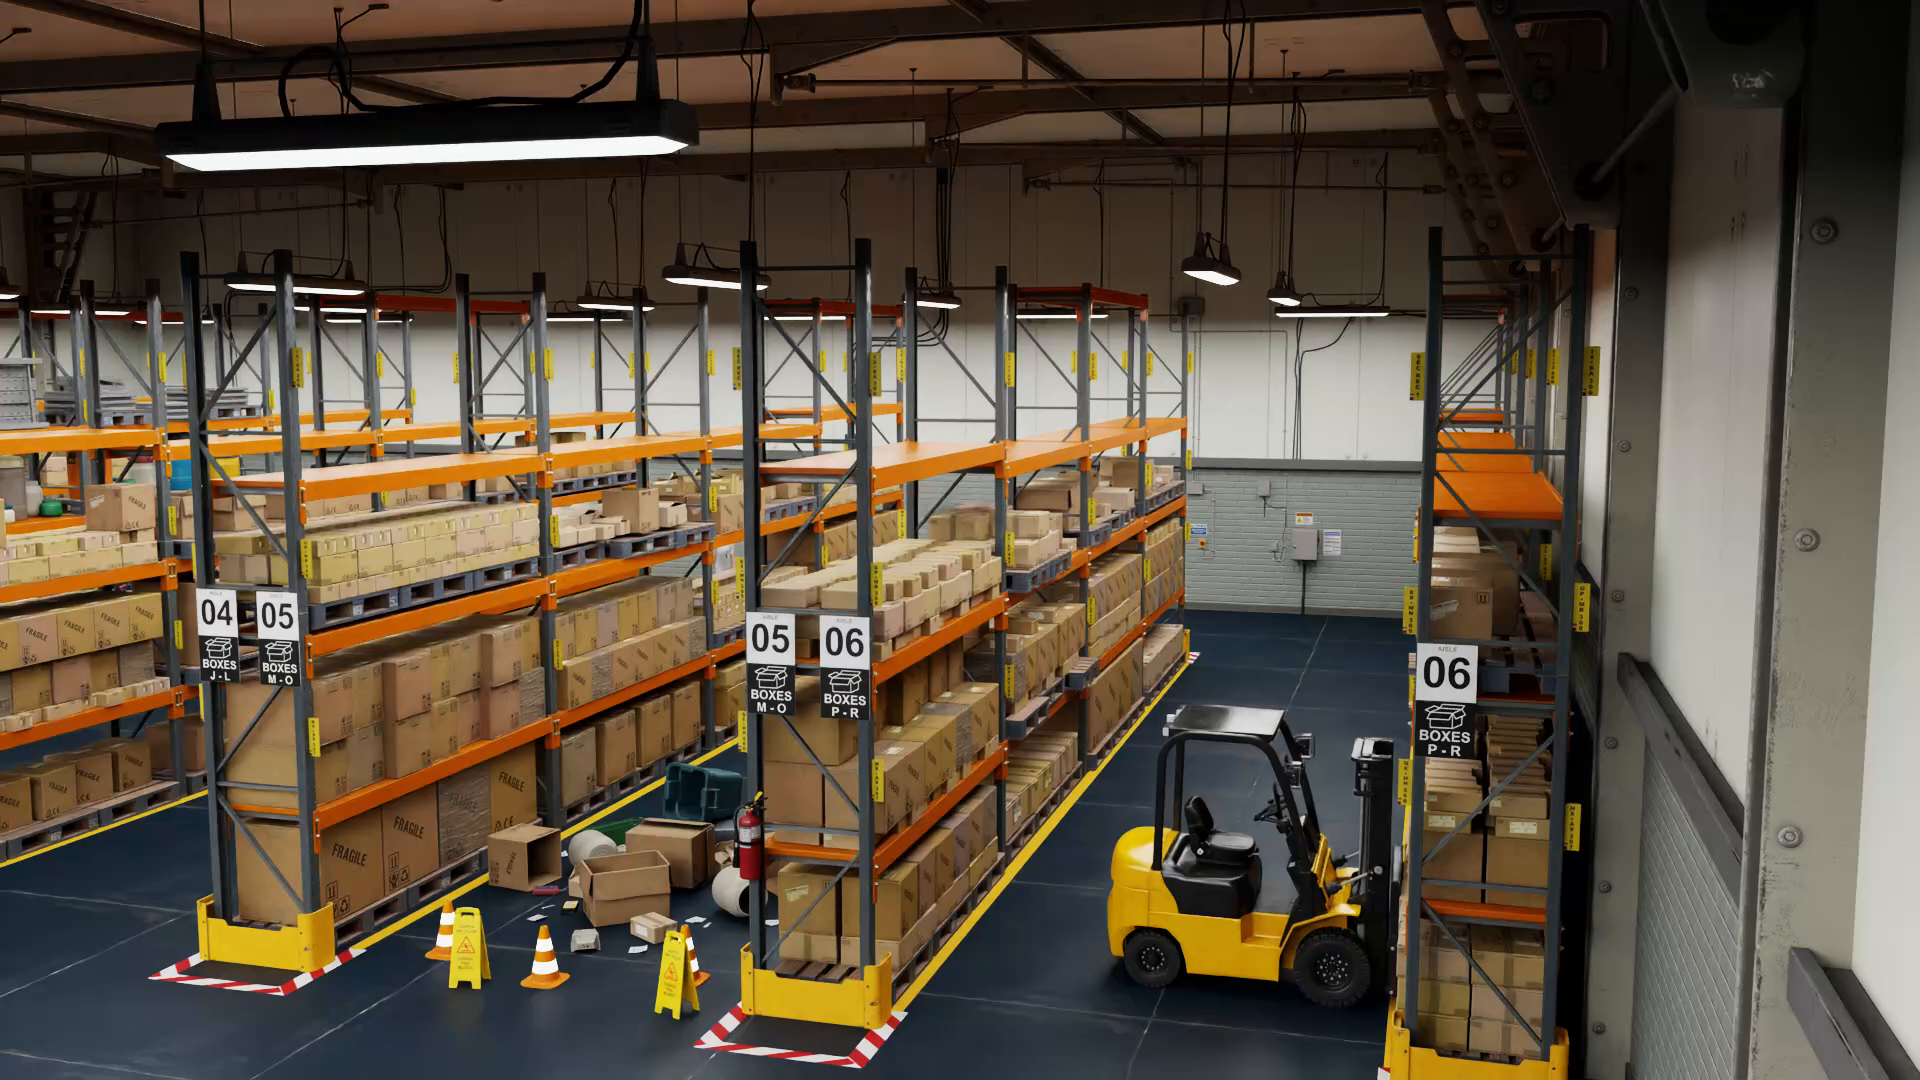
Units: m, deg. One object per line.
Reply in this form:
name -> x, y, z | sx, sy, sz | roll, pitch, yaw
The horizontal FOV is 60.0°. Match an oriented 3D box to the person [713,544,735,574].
person -> -4.791, 0.581, 33.742 | 0.469, 1.593, 1.073 | -1, 6, -9
